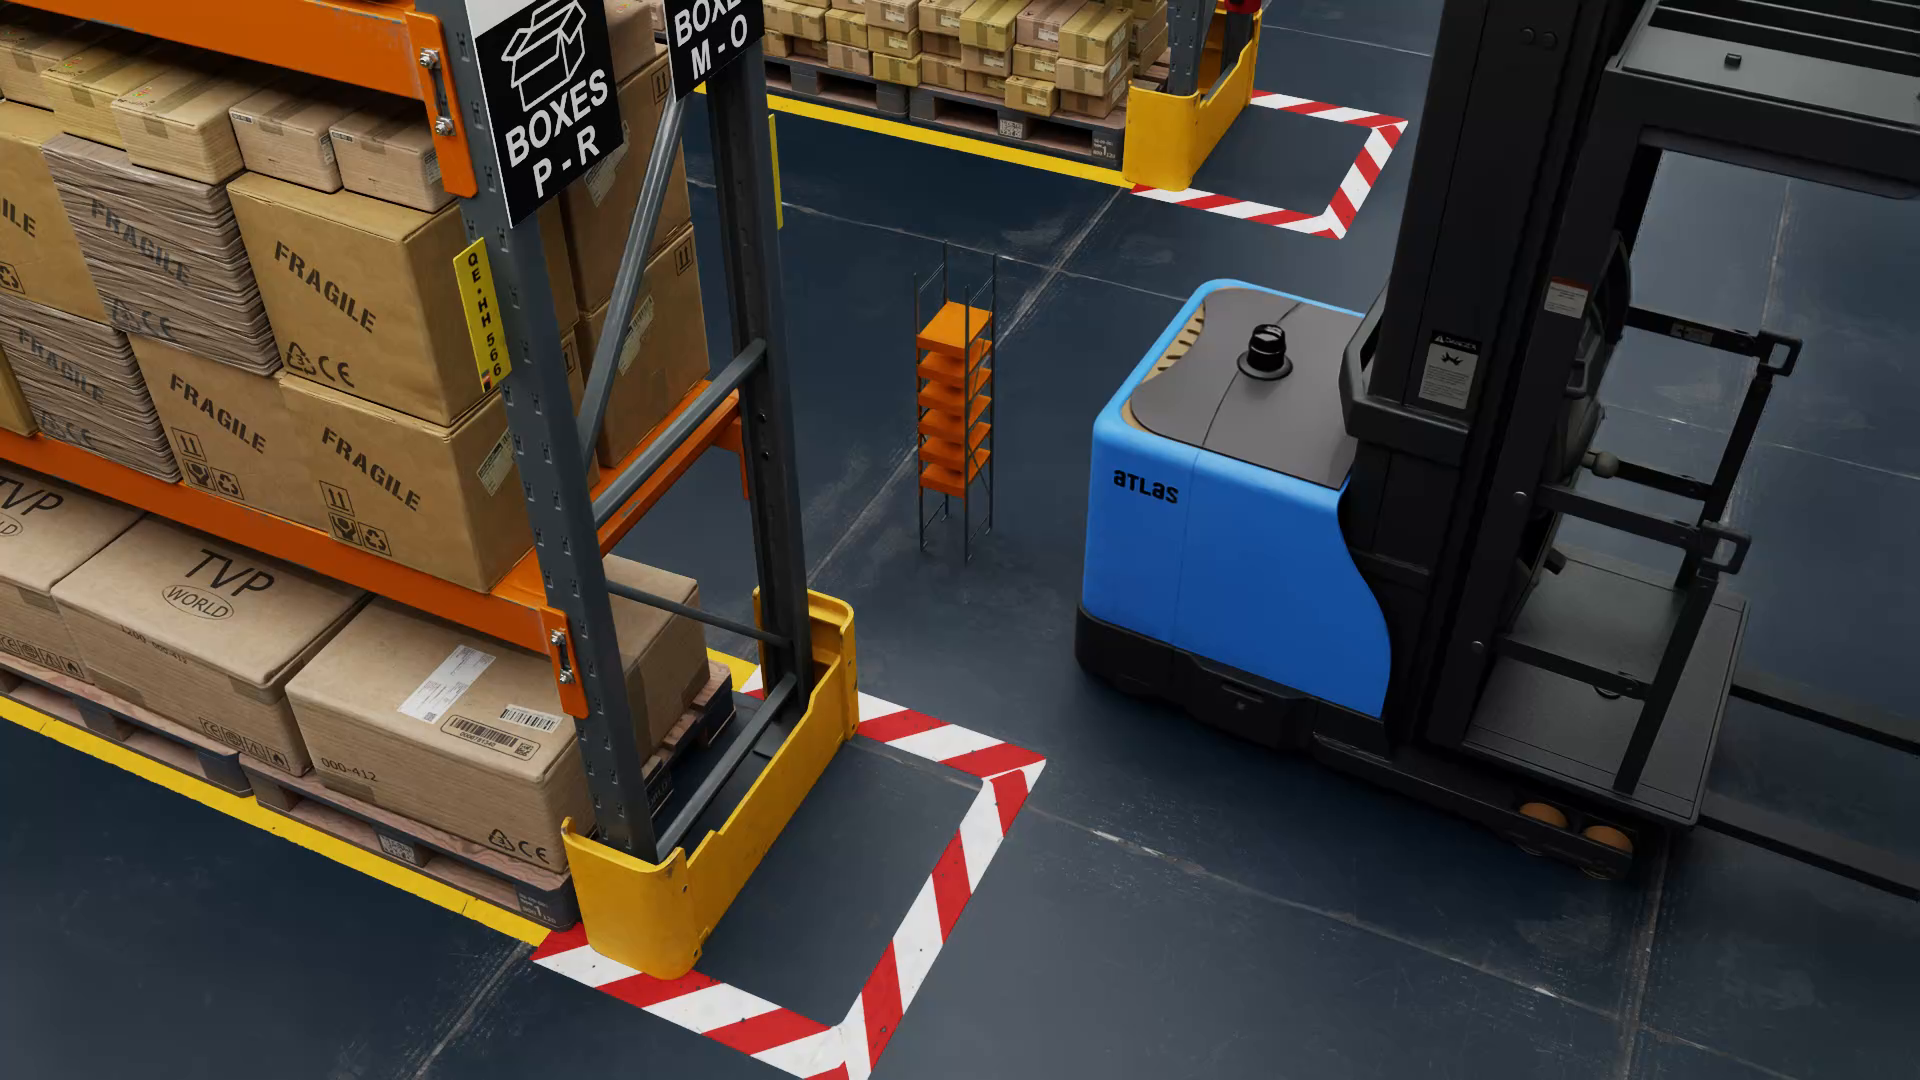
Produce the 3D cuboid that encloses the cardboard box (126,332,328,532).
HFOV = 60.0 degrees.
[{"bbox_3d":[-1.735,-0.414,4.361,0.500,0.500,0.500,16,43,18],"label":"cardboard box"}]

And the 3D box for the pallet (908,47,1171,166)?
[{"bbox_3d":[0.474,-2.432,8.894,1.213,0.211,1.003,17,44,19],"label":"pallet"}]

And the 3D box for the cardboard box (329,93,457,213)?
[{"bbox_3d":[-1.147,-0.893,3.656,0.250,0.149,0.380,18,44,19],"label":"cardboard box"}]

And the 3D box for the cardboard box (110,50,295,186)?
[{"bbox_3d":[-1.657,-0.971,3.745,0.250,0.149,0.380,17,44,18],"label":"cardboard box"}]

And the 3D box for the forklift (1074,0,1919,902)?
[{"bbox_3d":[1.937,-0.476,4.561,3.031,2.935,1.130,19,44,21],"label":"forklift"}]

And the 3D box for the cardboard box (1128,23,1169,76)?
[{"bbox_3d":[0.924,-2.635,8.856,0.250,0.149,0.380,18,44,19],"label":"cardboard box"}]

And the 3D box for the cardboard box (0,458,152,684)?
[{"bbox_3d":[-3.027,-0.065,5.671,0.875,0.438,0.875,16,43,17],"label":"cardboard box"}]

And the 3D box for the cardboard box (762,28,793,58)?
[{"bbox_3d":[-0.974,-2.781,9.024,0.250,0.149,0.380,16,43,17],"label":"cardboard box"}]

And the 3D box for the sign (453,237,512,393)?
[{"bbox_3d":[-0.980,-0.461,3.427,0.005,0.325,0.100,17,44,19],"label":"sign"}]

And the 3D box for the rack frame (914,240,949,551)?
[{"bbox_3d":[-0.096,-0.483,5.891,0.006,1.200,0.240,17,44,19],"label":"rack frame"}]

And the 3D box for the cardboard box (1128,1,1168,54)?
[{"bbox_3d":[0.898,-2.709,8.715,0.250,0.149,0.380,19,44,20],"label":"cardboard box"}]

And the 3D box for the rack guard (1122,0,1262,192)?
[{"bbox_3d":[1.195,-2.295,8.516,0.348,0.500,1.175,17,44,19],"label":"rack guard"}]

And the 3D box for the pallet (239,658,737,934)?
[{"bbox_3d":[-1.495,0.627,5.366,1.213,0.211,1.003,17,44,19],"label":"pallet"}]

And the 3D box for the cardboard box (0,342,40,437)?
[{"bbox_3d":[-2.679,-0.686,4.675,0.500,0.500,0.500,18,44,20],"label":"cardboard box"}]

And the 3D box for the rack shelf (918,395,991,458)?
[{"bbox_3d":[-0.013,-0.424,5.891,0.180,0.103,0.258,17,44,19],"label":"rack shelf"}]

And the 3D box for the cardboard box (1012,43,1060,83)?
[{"bbox_3d":[0.451,-2.493,8.465,0.250,0.149,0.380,16,43,18],"label":"cardboard box"}]

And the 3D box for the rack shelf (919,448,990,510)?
[{"bbox_3d":[-0.013,-0.242,6.048,0.180,0.103,0.258,17,44,19],"label":"rack shelf"}]

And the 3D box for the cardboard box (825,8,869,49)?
[{"bbox_3d":[-0.506,-2.749,8.761,0.250,0.149,0.380,19,44,21],"label":"cardboard box"}]

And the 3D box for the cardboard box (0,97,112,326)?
[{"bbox_3d":[-2.208,-0.926,4.189,0.500,0.500,0.500,17,44,18],"label":"cardboard box"}]

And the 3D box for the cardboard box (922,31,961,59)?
[{"bbox_3d":[-0.007,-2.667,8.666,0.250,0.149,0.380,16,44,18],"label":"cardboard box"}]

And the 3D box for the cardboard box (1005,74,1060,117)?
[{"bbox_3d":[0.423,-2.333,8.507,0.250,0.149,0.380,18,44,20],"label":"cardboard box"}]

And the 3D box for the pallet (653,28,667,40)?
[{"bbox_3d":[-1.738,-3.107,9.674,1.213,0.211,1.003,17,44,19],"label":"pallet"}]

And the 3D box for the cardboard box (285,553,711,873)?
[{"bbox_3d":[-1.378,0.434,5.095,0.875,0.438,0.875,16,43,17],"label":"cardboard box"}]

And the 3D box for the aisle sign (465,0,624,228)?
[{"bbox_3d":[-0.803,-1.031,3.164,0.004,0.787,0.394,17,44,19],"label":"aisle sign"}]

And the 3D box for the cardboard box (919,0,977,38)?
[{"bbox_3d":[-0.023,-2.730,8.511,0.250,0.149,0.380,15,43,17],"label":"cardboard box"}]

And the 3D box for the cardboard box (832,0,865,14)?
[{"bbox_3d":[-0.482,-2.910,8.719,0.250,0.149,0.380,16,43,17],"label":"cardboard box"}]

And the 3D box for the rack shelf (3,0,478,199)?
[{"bbox_3d":[-2.550,-1.668,4.143,4.000,0.370,1.077,17,44,19],"label":"rack shelf"}]

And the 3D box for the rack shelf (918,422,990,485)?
[{"bbox_3d":[-0.013,-0.333,5.969,0.180,0.103,0.258,17,44,19],"label":"rack shelf"}]

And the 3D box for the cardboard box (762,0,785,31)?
[{"bbox_3d":[-0.980,-2.892,8.926,0.250,0.149,0.380,17,44,18],"label":"cardboard box"}]

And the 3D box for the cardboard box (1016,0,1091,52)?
[{"bbox_3d":[0.473,-2.624,8.389,0.250,0.149,0.380,18,44,19],"label":"cardboard box"}]

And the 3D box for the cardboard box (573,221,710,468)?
[{"bbox_3d":[-1.051,-0.593,4.568,0.500,0.500,0.500,17,44,18],"label":"cardboard box"}]

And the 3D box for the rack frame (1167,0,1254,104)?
[{"bbox_3d":[1.264,-3.218,7.673,0.127,3.000,1.000,17,44,19],"label":"rack frame"}]

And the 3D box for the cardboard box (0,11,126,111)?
[{"bbox_3d":[-2.075,-1.180,3.986,0.250,0.149,0.380,17,44,18],"label":"cardboard box"}]

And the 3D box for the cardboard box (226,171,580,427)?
[{"bbox_3d":[-1.275,-0.660,3.881,0.500,0.500,0.500,18,44,20],"label":"cardboard box"}]

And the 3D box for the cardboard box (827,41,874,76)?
[{"bbox_3d":[-0.506,-2.639,8.860,0.250,0.149,0.380,18,44,19],"label":"cardboard box"}]

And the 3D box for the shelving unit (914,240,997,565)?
[{"bbox_3d":[-0.013,-0.457,5.862,0.189,1.200,0.258,17,44,19],"label":"shelving unit"}]

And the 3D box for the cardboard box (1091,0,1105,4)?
[{"bbox_3d":[0.632,-2.876,8.680,0.250,0.149,0.380,18,44,19],"label":"cardboard box"}]

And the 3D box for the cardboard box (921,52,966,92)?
[{"bbox_3d":[-0.010,-2.518,8.720,0.250,0.149,0.380,17,44,19],"label":"cardboard box"}]
